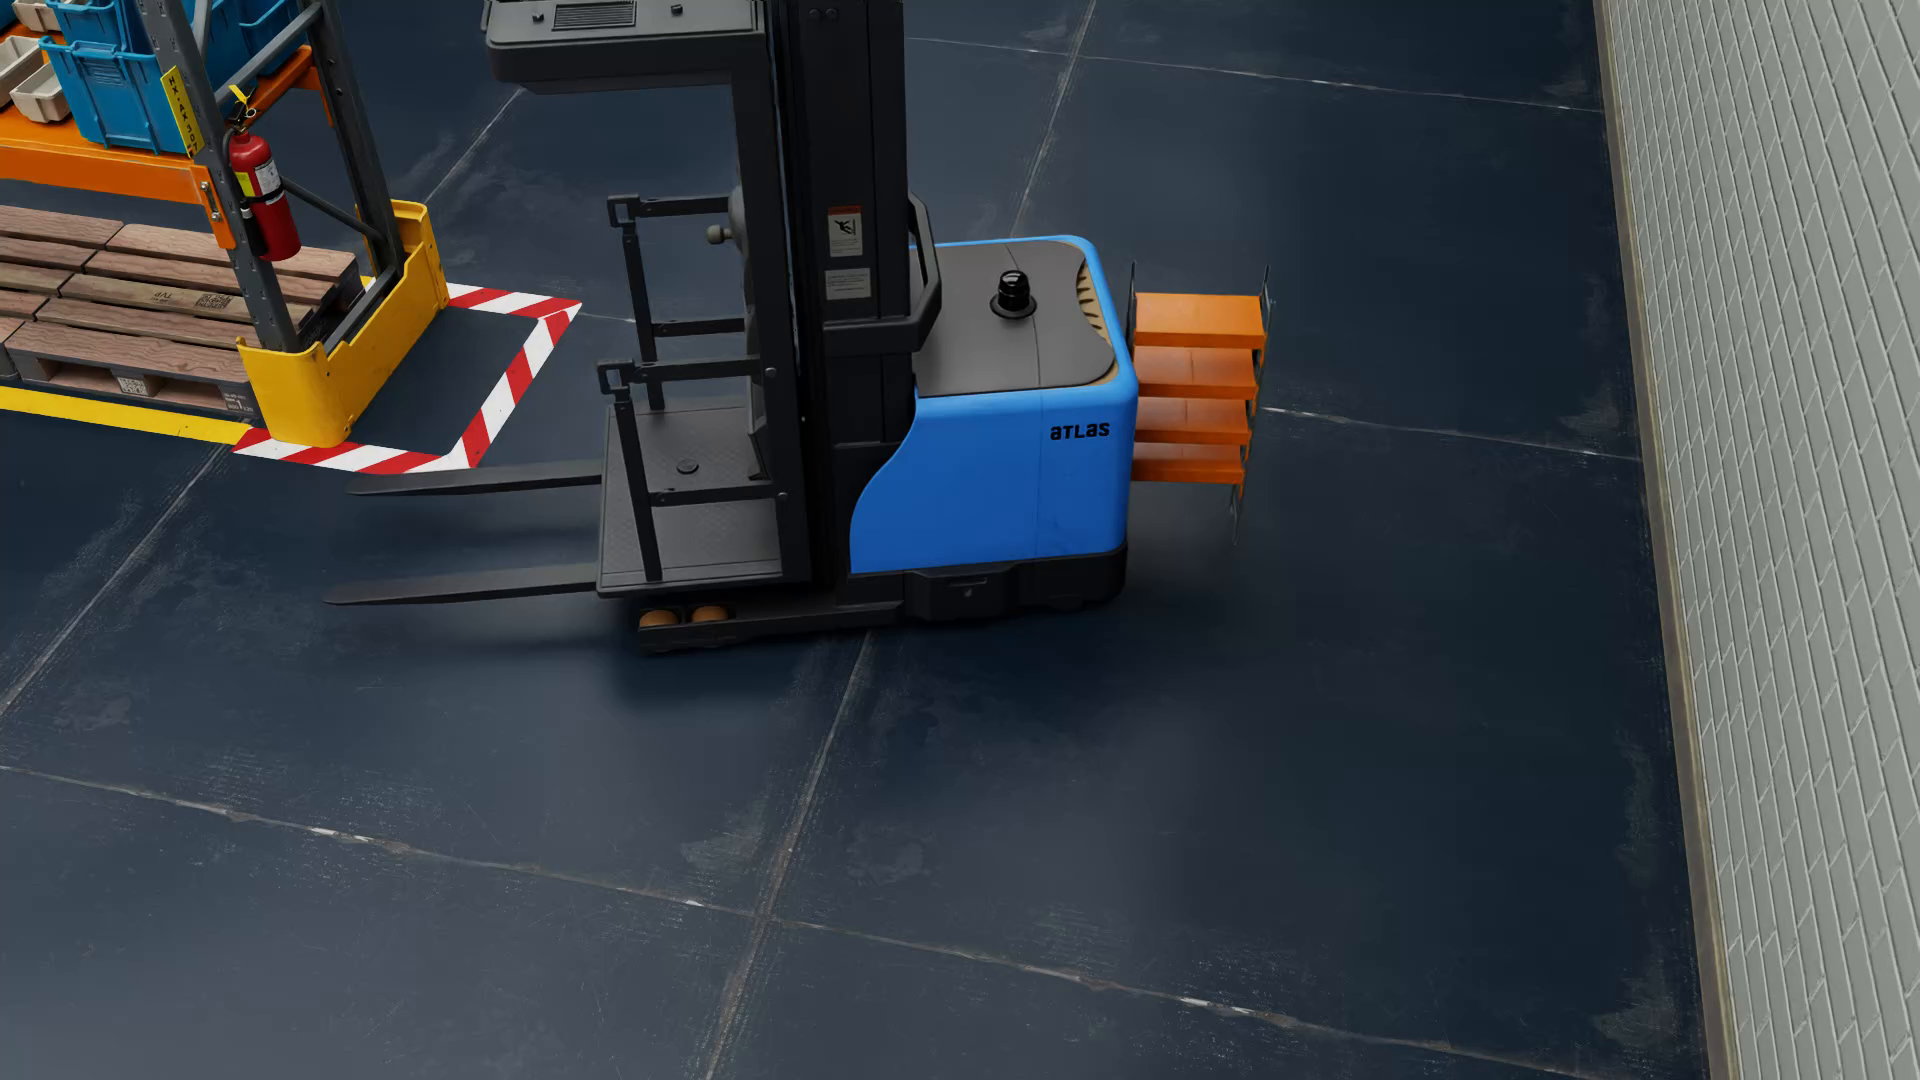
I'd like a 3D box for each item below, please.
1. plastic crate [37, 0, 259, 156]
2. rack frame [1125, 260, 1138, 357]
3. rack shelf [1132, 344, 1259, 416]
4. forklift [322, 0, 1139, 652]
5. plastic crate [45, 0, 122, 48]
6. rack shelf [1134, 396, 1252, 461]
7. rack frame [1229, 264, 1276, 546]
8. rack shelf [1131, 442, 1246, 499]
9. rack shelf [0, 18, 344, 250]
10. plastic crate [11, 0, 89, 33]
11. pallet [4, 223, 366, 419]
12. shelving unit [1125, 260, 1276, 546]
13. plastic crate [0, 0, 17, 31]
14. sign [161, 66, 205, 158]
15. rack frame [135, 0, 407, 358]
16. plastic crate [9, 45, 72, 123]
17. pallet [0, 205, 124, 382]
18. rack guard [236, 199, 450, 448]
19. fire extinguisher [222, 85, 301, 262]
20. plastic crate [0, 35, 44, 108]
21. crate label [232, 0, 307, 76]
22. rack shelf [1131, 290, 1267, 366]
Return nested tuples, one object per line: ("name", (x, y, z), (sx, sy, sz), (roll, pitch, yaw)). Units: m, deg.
("plastic crate", (-3.111, -1.842, 6.432), (0.499, 0.435, 0.616), (9, 45, 9))
("rack frame", (0.630, -0.509, 6.413), (0.015, 1.200, 0.240), (2, 44, 2))
("rack shelf", (0.874, -0.613, 6.296), (0.480, 0.148, 0.258), (2, 44, 2))
("forklift", (-0.914, -1.021, 5.697), (3.031, 2.935, 1.130), (-5, 44, -5))
("plastic crate", (-3.555, -2.204, 6.955), (0.300, 0.233, 0.416), (9, 45, 9))
("rack shelf", (0.874, -0.452, 6.451), (0.480, 0.148, 0.258), (2, 44, 2))
("rack frame", (1.117, -0.492, 6.395), (0.015, 1.200, 0.240), (2, 44, 2))
("rack shelf", (0.874, -0.309, 6.589), (0.480, 0.148, 0.258), (2, 44, 2))
("rack shelf", (-4.696, -1.927, 7.108), (4.000, 0.370, 1.077), (9, 45, 9))
("plastic crate", (-3.870, -2.277, 7.100), (0.298, 0.136, 0.250), (9, 45, 9))
("pallet", (-3.540, -1.030, 7.668), (1.213, 0.211, 1.003), (9, 45, 9))
("shelving unit", (0.874, -0.500, 6.404), (0.503, 1.200, 0.258), (2, 44, 2))
("plastic crate", (-4.198, -2.304, 7.058), (0.300, 0.233, 0.416), (9, 45, 9))
("sign", (-2.848, -1.567, 6.098), (0.005, 0.325, 0.100), (9, 45, 9))
("rack frame", (-2.744, -1.883, 6.543), (0.127, 3.000, 1.000), (9, 45, 9))
("plastic crate", (-3.579, -1.811, 6.615), (0.243, 0.136, 0.396), (9, 45, 9))
("pallet", (-4.727, -1.216, 7.861), (1.213, 0.211, 1.003), (9, 45, 9))
("rack guard", (-2.718, -0.988, 7.416), (0.348, 0.500, 1.175), (9, 45, 9))
("fire extinguisher", (-2.696, -1.391, 6.356), (0.183, 0.674, 0.296), (9, 45, 9))
("plastic crate", (-3.859, -1.864, 6.671), (0.243, 0.136, 0.396), (9, 45, 9))
("crate label", (-2.913, -2.105, 6.851), (0.303, 0.233, 0.416), (9, 45, 9))
("rack shelf", (0.874, -0.783, 6.132), (0.480, 0.148, 0.258), (2, 44, 2))
